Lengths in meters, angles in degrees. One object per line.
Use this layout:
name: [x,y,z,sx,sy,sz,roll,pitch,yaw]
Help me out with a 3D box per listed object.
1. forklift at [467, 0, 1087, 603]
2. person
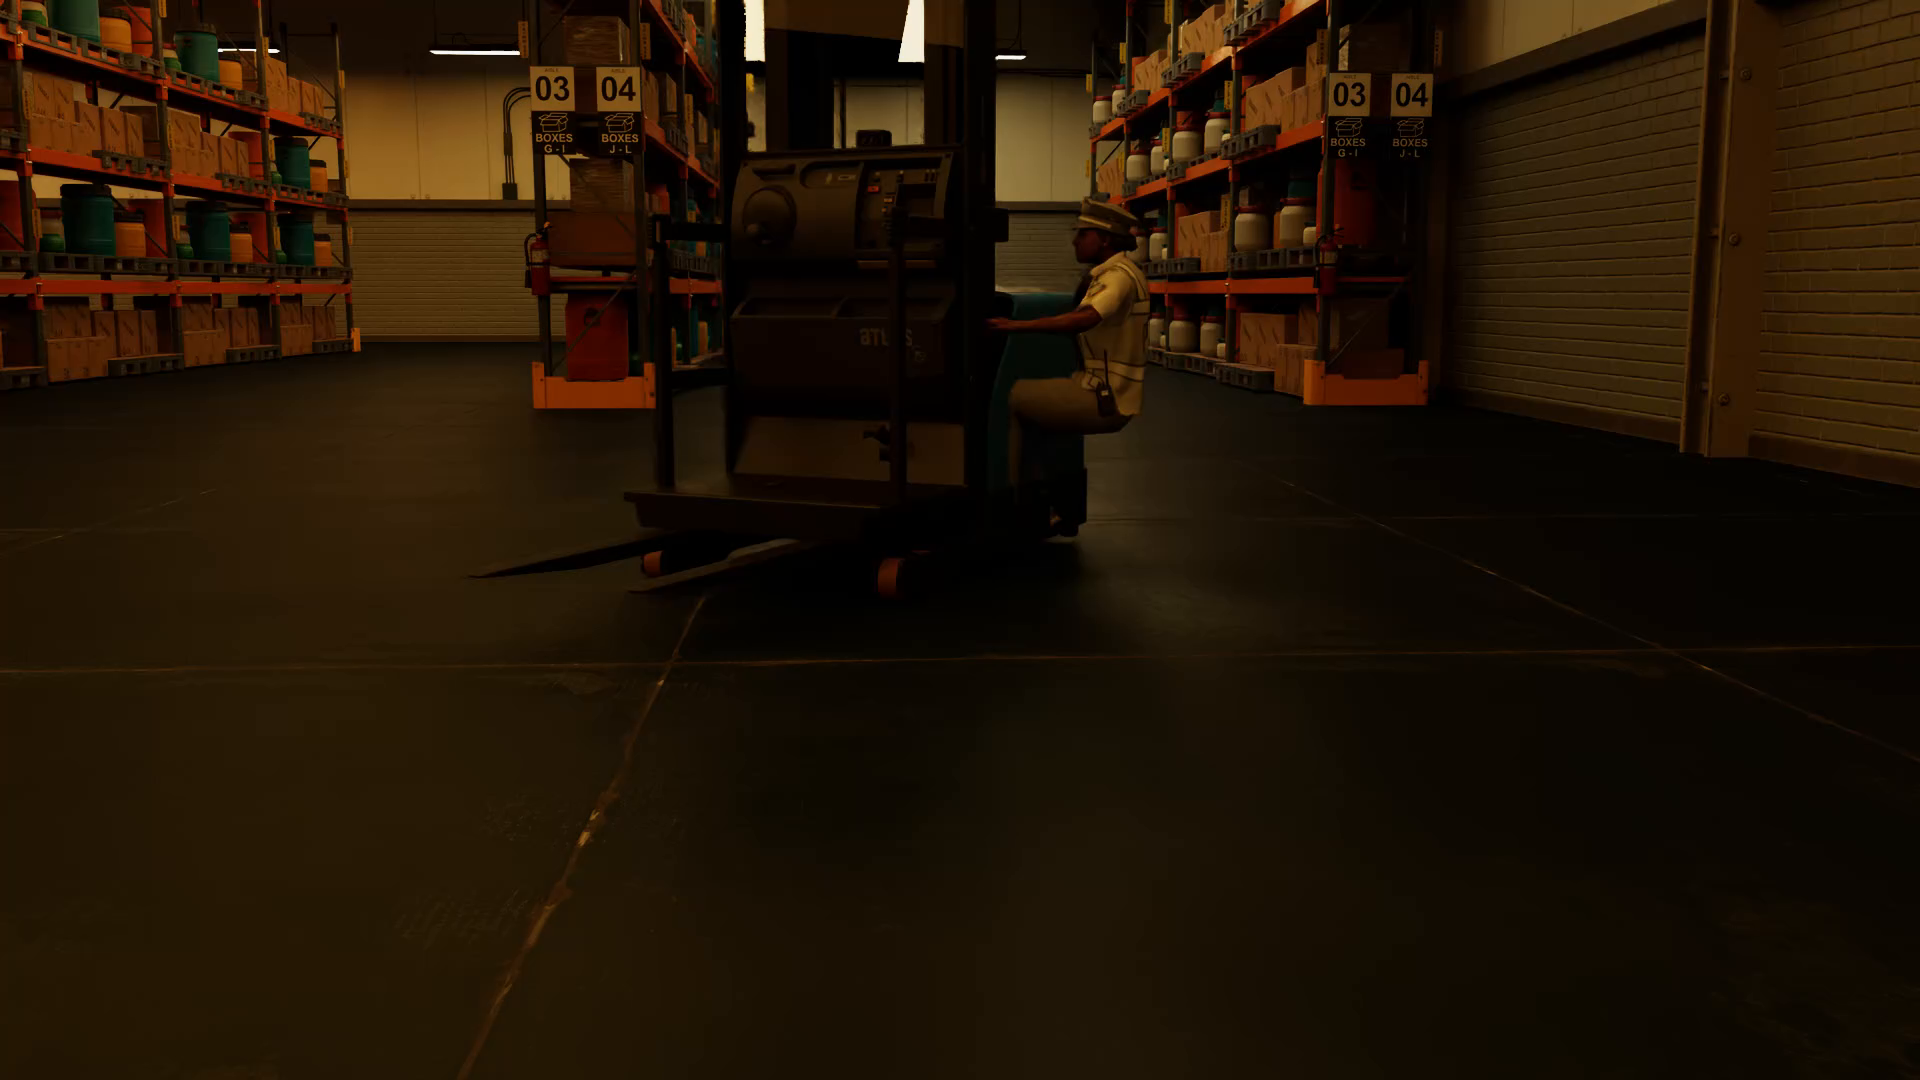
forklift: [-0.543,-1.302,6.098,1.130,2.935,3.031,4,9,26]
person: [0.348,-0.643,6.681,0.817,1.441,0.887,-1,8,-5]
